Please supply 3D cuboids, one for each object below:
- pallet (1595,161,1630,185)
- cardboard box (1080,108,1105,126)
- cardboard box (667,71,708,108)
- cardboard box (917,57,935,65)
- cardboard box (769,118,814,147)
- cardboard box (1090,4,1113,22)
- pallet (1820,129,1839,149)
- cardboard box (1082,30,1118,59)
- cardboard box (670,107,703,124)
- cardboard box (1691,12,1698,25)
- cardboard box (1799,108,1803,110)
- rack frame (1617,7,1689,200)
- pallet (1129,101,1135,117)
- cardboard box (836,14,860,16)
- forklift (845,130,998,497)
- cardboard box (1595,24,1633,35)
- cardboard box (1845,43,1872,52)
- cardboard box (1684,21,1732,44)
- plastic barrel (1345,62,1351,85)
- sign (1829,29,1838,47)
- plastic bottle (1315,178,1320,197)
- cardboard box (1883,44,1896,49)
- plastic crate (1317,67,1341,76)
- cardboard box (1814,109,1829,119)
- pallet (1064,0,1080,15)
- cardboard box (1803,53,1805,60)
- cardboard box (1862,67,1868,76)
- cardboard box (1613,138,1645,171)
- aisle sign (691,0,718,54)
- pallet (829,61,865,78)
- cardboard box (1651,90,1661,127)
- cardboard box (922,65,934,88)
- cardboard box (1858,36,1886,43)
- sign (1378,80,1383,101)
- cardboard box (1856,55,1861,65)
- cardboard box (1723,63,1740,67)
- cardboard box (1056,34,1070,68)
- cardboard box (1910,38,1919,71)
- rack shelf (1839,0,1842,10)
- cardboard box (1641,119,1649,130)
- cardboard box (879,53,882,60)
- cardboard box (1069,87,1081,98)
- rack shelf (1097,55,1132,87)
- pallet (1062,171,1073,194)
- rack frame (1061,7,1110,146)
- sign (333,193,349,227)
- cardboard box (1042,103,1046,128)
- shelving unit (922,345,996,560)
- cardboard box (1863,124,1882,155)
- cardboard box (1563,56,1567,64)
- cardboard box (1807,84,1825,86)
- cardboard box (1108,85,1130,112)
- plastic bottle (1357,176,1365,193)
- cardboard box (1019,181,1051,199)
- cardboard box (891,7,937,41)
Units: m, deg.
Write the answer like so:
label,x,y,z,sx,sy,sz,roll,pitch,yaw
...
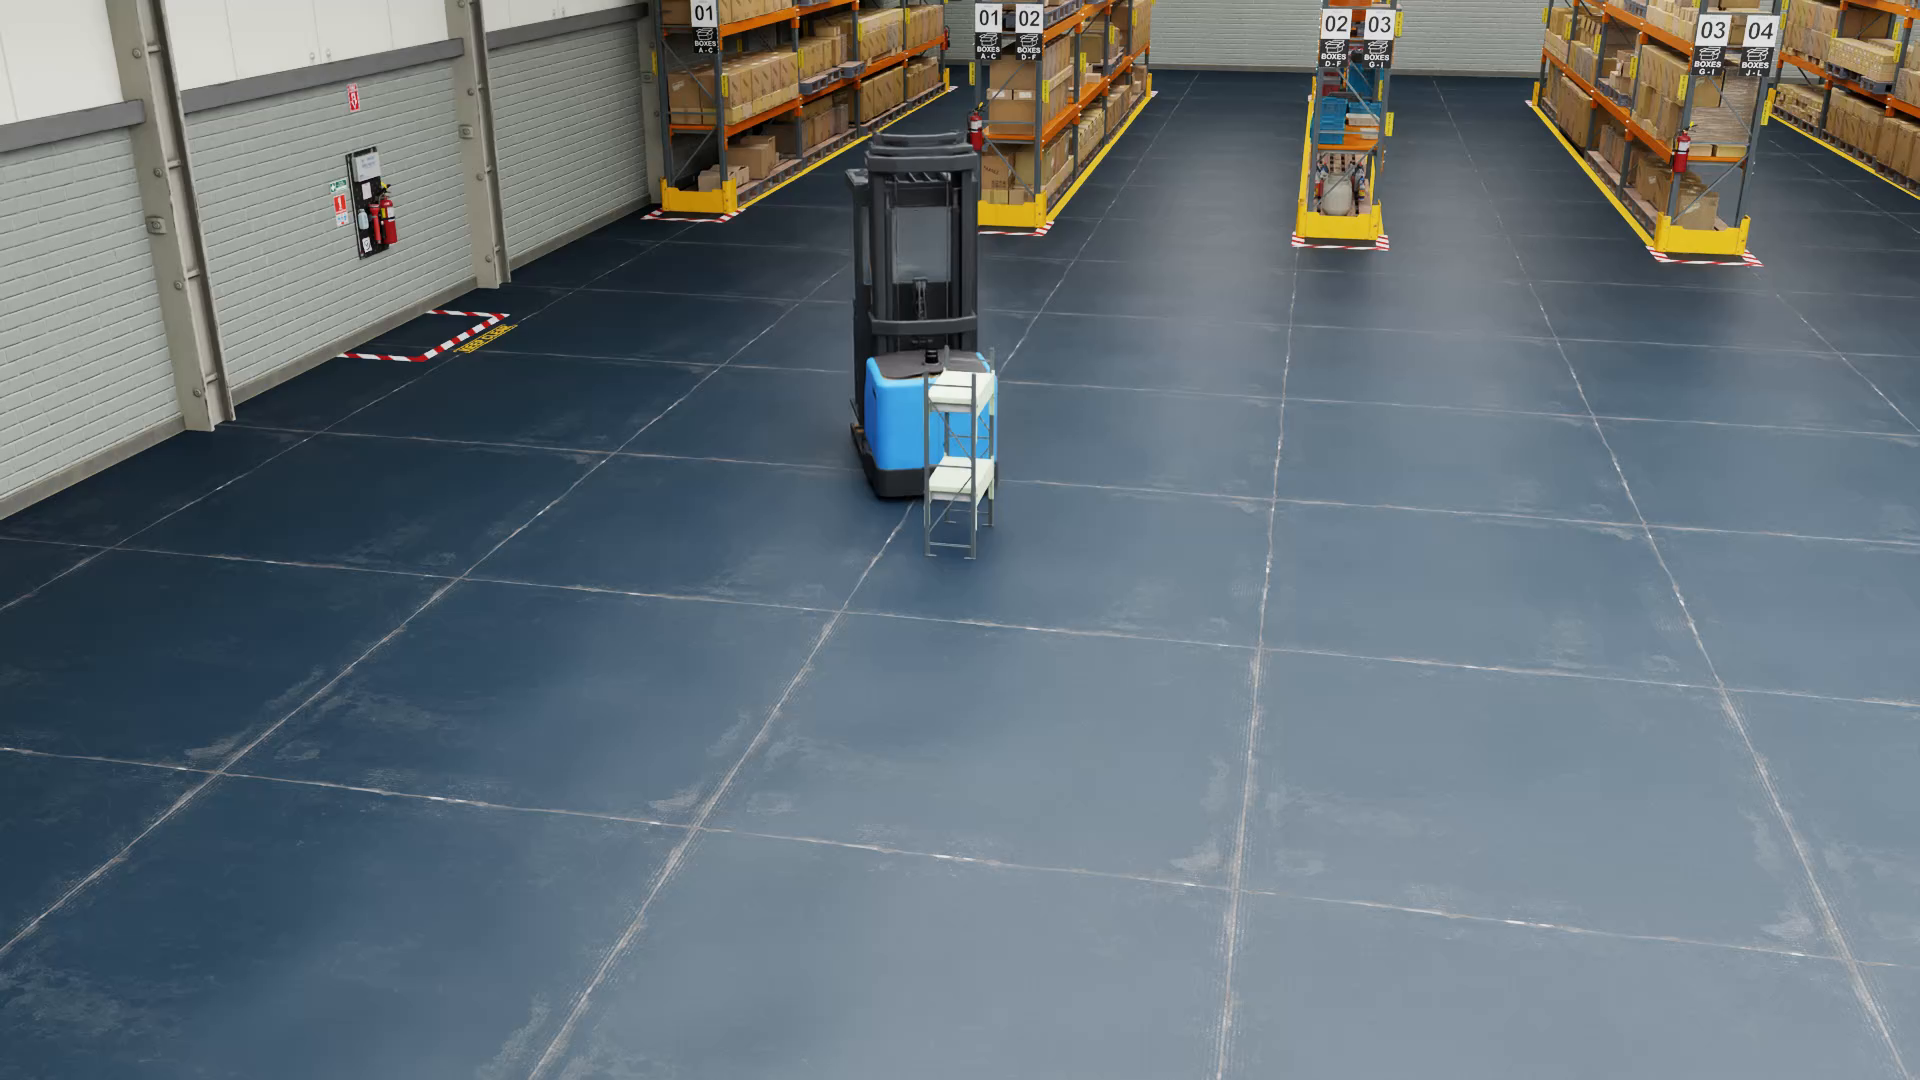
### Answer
label,x,y,z,sx,sy,sz,roll,pitch,yaw
pallet,11.635,-6.352,28.843,1.003,0.211,1.213,4,22,11
cardboard box,2.484,-8.102,31.822,0.500,0.311,0.500,5,22,12
cardboard box,-4.244,-7.059,26.036,0.500,0.500,0.500,4,22,10
cardboard box,-0.812,-11.353,39.443,0.380,0.149,0.250,5,22,12
cardboard box,-3.126,-7.554,30.851,0.700,0.500,0.500,4,22,10
cardboard box,3.016,-11.310,35.949,0.500,0.500,0.500,5,22,11
pallet,17.541,-7.846,32.551,1.003,0.211,1.213,4,22,11
cardboard box,2.742,-9.933,33.305,0.700,0.500,0.500,9,24,21
cardboard box,-4.227,-6.708,26.169,0.500,0.250,0.500,5,22,12
cardboard box,10.166,-7.082,22.576,0.380,0.149,0.250,4,22,11
cardboard box,17.775,-8.934,34.776,0.380,0.149,0.250,5,22,12
rack frame,11.231,-6.913,26.504,1.000,3.000,0.127,4,22,11
pallet,3.307,-9.553,36.791,1.003,0.211,1.213,4,22,11
cardboard box,-2.341,-10.799,34.589,0.500,0.250,0.500,4,22,10
forklift,-0.427,-2.241,14.994,1.130,2.935,3.031,-4,22,-9
cardboard box,12.348,-9.392,31.182,0.797,0.503,0.637,5,22,12
cardboard box,16.957,-9.288,31.379,0.380,0.149,0.250,4,22,10
cardboard box,10.264,-6.968,22.825,0.500,0.250,0.500,5,22,12
plastic barrel,7.198,-8.413,30.078,0.421,0.512,0.421,0,22,0
sign,17.166,-9.864,32.672,0.100,0.325,0.005,4,22,11
plastic bottle,5.590,-5.564,26.210,0.152,0.276,0.135,5,22,11
cardboard box,17.592,-9.238,31.254,0.380,0.149,0.250,4,22,9
plastic crate,6.569,-8.216,29.652,0.402,0.464,0.583,4,22,11
cardboard box,17.451,-8.574,33.482,0.380,0.149,0.250,5,22,12
pallet,1.385,-8.706,27.059,1.003,0.211,1.213,4,22,11
cardboard box,17.859,-10.102,34.758,0.380,0.149,0.250,5,23,13
cardboard box,16.692,-8.530,30.293,0.380,0.149,0.250,4,22,10
cardboard box,11.607,-6.558,28.379,0.700,0.500,0.500,3,22,6
aisle sign,-3.854,-7.740,25.076,0.394,0.787,0.004,4,22,11
pallet,-2.541,-9.151,32.317,1.213,0.211,1.003,4,22,11
cardboard box,10.796,-6.387,24.666,0.875,0.500,0.500,4,22,11
cardboard box,-1.015,-11.023,39.493,0.700,0.500,0.500,4,22,11
cardboard box,18.046,-9.770,33.065,0.500,0.500,0.500,4,22,10
sign,6.919,-7.373,27.275,0.100,0.325,0.005,4,22,11
cardboard box,16.798,-8.864,30.725,0.380,0.149,0.250,5,22,12
cardboard box,10.903,-6.461,23.511,0.500,0.500,0.500,4,22,11
cardboard box,1.450,-8.155,27.717,0.700,0.500,0.500,5,22,11
cardboard box,16.781,-8.308,28.494,0.700,0.500,0.500,4,22,11
rack shelf,18.106,-11.213,34.128,1.077,0.370,4.000,4,22,11
cardboard box,10.672,-6.376,25.507,0.380,0.149,0.250,4,22,11
cardboard box,-1.843,-10.162,34.879,0.380,0.149,0.250,5,23,13
cardboard box,1.915,-7.862,29.195,0.380,0.149,0.250,4,22,11
rack shelf,2.758,-9.530,33.965,1.077,0.370,4.000,4,22,11
pallet,1.331,-6.089,28.189,1.003,0.211,1.213,4,22,11
rack frame,2.350,-9.133,32.014,1.000,3.000,0.127,4,22,11
sign,-6.816,-3.632,18.309,0.001,0.329,0.234,4,22,11
cardboard box,0.928,-6.615,25.630,0.700,0.500,0.500,5,22,12
shelving unit,-0.001,-0.693,13.067,0.431,1.500,0.755,4,22,11
cardboard box,16.761,-7.257,30.141,0.500,0.500,0.500,4,22,11
cardboard box,12.605,-9.859,34.154,0.380,0.149,0.250,5,22,11
cardboard box,18.655,-9.822,36.184,0.380,0.149,0.250,5,22,12
cardboard box,3.346,-9.438,35.529,0.500,0.500,0.500,4,22,11
plastic bottle,6.373,-5.642,26.410,0.097,0.271,0.097,0,22,0
cardboard box,1.143,-5.488,26.084,0.500,0.250,0.500,4,22,11
cardboard box,-1.100,-12.119,39.029,0.980,0.700,0.700,4,22,10
